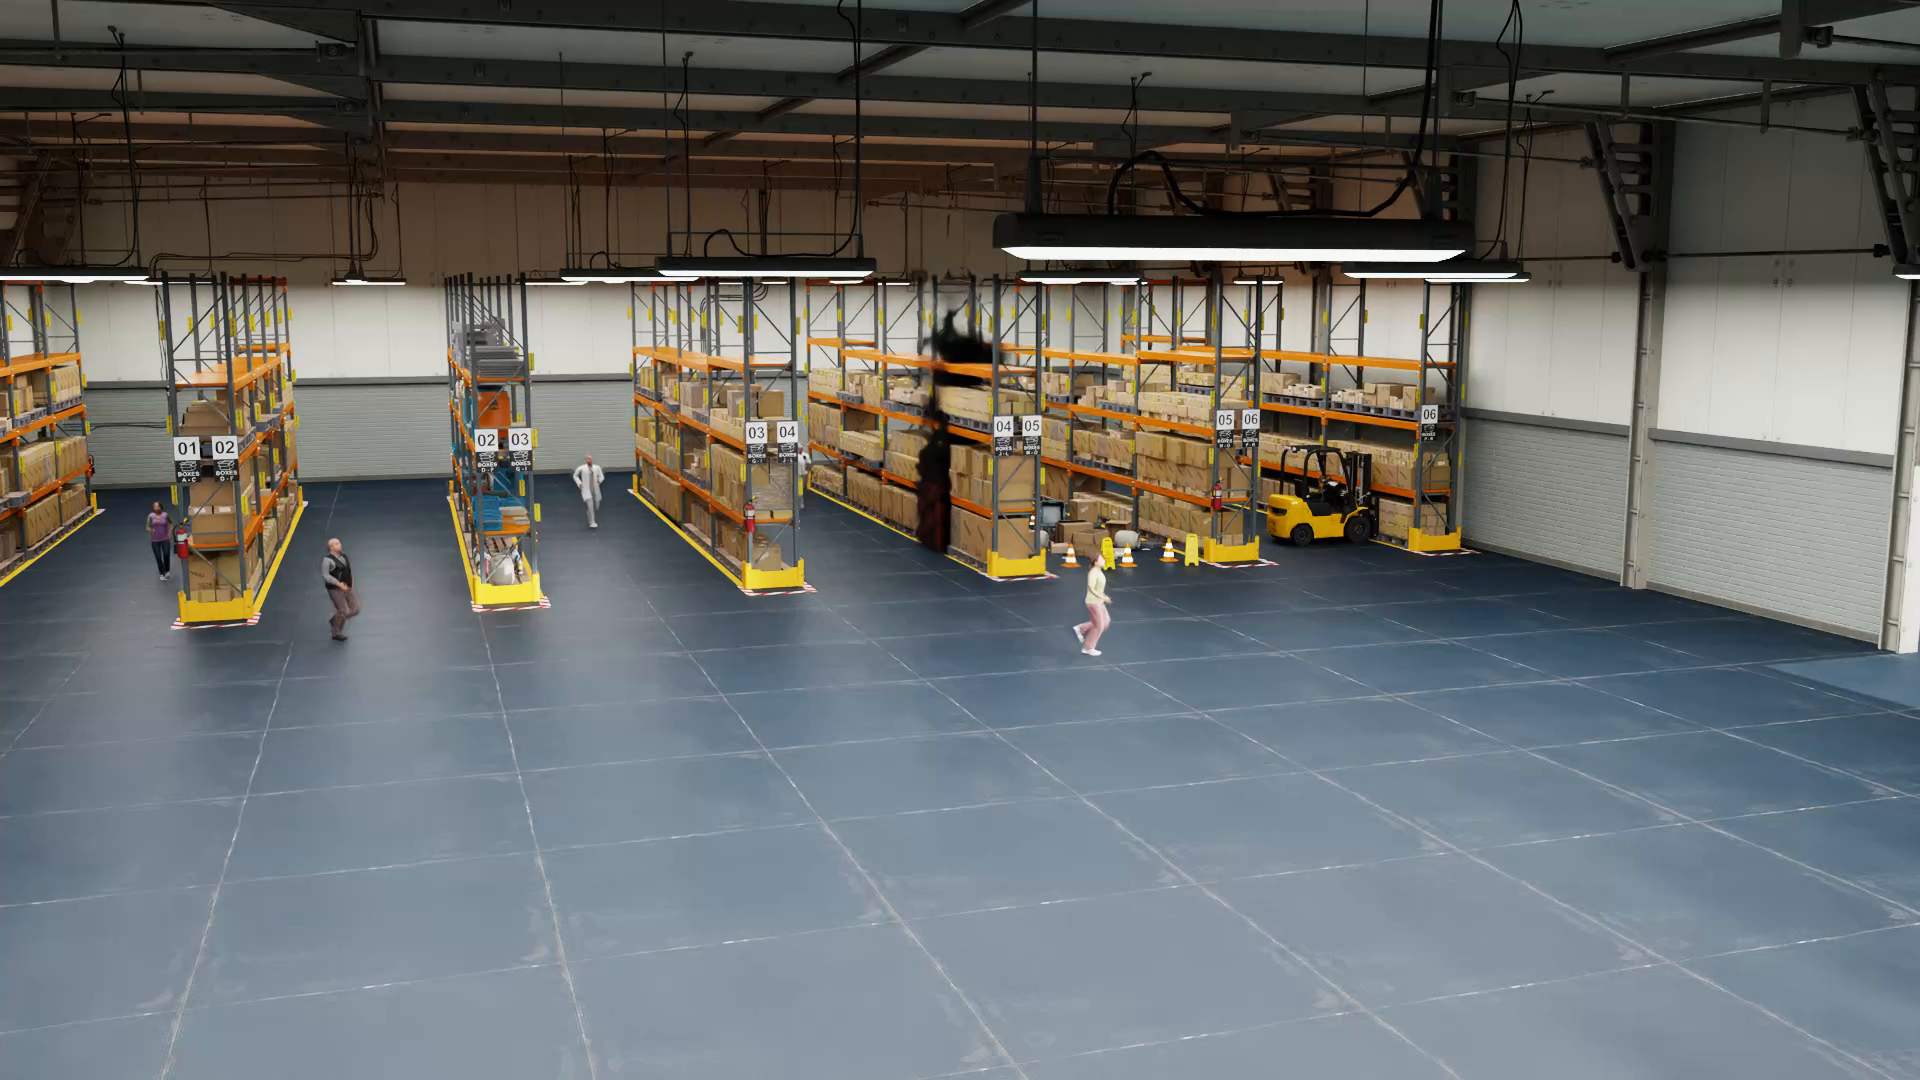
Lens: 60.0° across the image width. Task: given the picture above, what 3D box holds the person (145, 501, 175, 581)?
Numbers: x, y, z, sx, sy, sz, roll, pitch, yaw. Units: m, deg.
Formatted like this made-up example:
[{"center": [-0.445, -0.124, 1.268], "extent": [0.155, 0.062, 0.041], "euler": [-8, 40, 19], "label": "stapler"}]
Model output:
[{"center": [-15.676, 0.039, 32.620], "extent": [0.519, 1.560, 0.615], "euler": [-4, 9, -22], "label": "person"}]

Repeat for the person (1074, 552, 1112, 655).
[{"center": [2.101, 0.994, 26.185], "extent": [0.613, 1.632, 0.597], "euler": [2, 9, 12], "label": "person"}]

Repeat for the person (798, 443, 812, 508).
[{"center": [-4.188, -1.719, 43.924], "extent": [0.574, 1.703, 0.773], "euler": [-2, 9, -11], "label": "person"}]

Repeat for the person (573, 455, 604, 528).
[{"center": [-8.960, -1.234, 40.194], "extent": [0.720, 1.670, 0.826], "euler": [-5, 10, -29], "label": "person"}]

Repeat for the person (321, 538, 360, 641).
[{"center": [-10.142, 0.805, 27.235], "extent": [0.518, 1.685, 0.669], "euler": [2, 9, 15], "label": "person"}]
